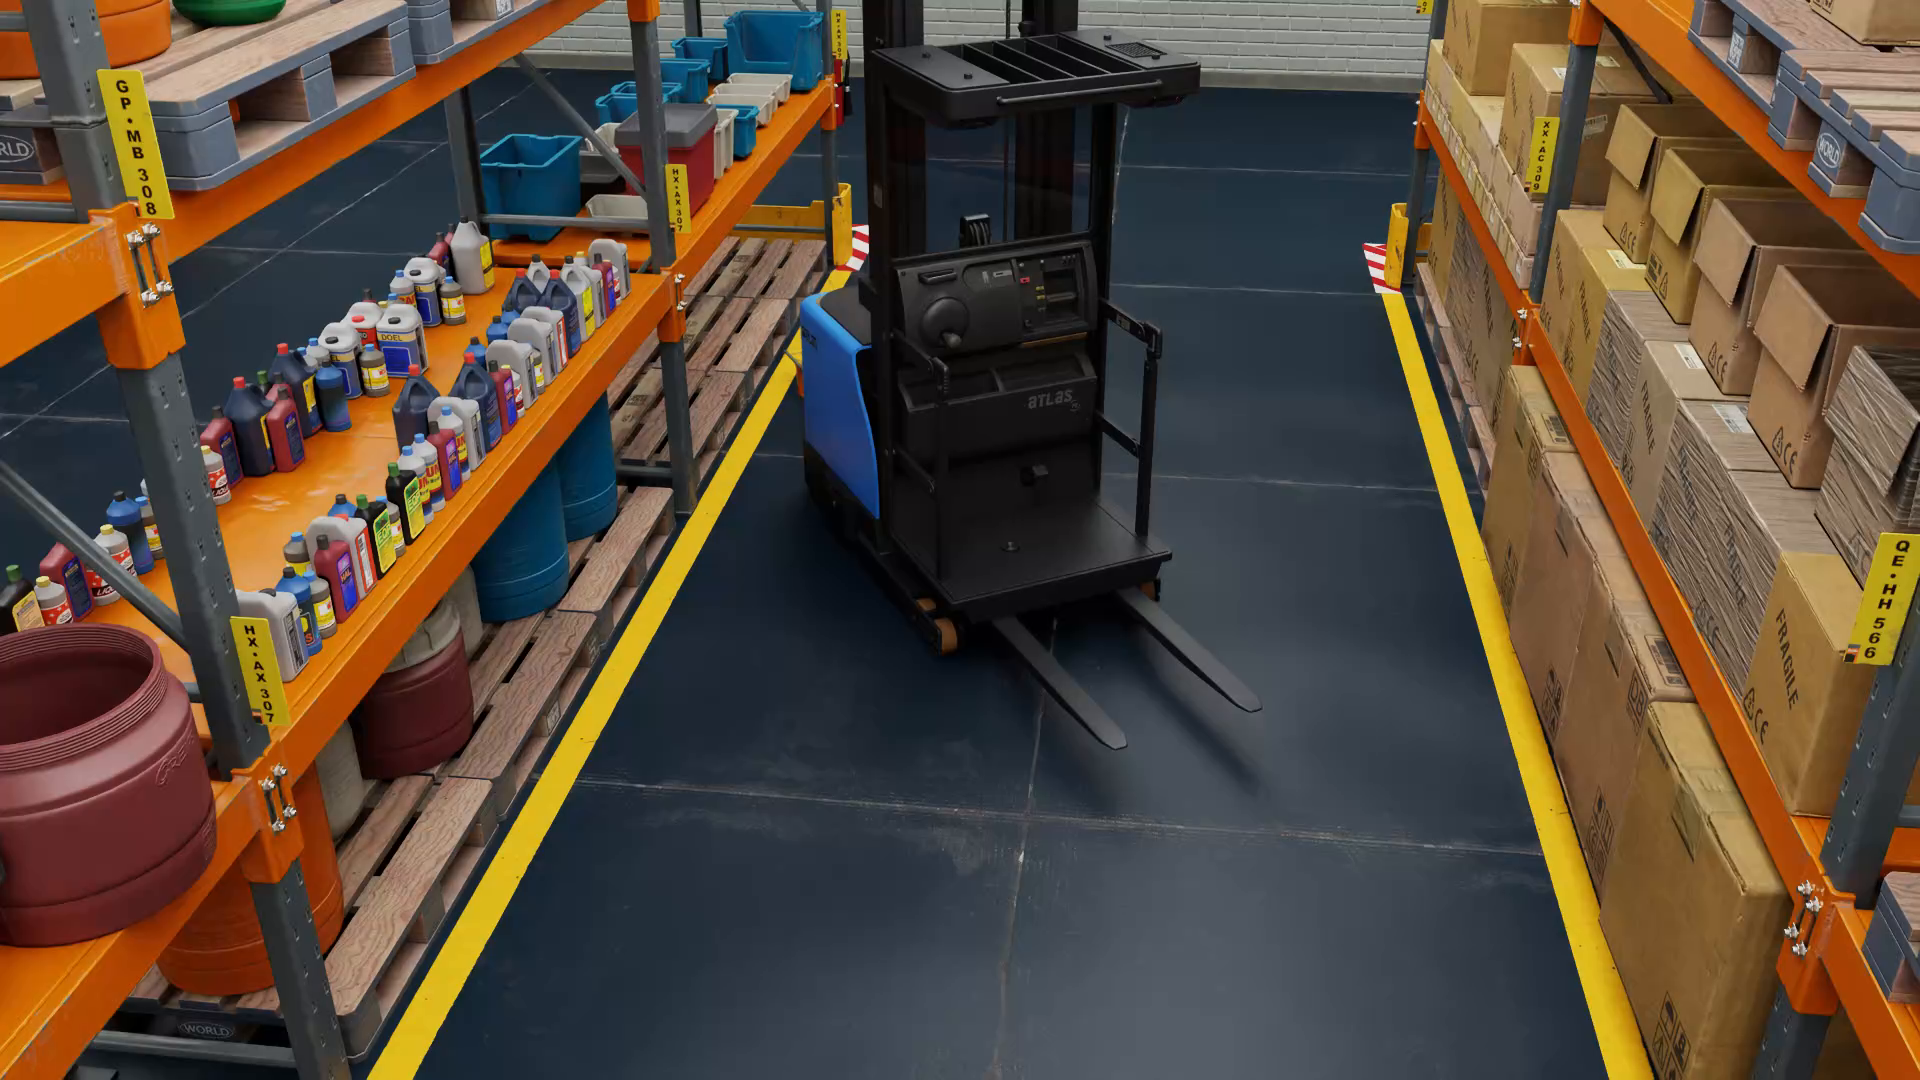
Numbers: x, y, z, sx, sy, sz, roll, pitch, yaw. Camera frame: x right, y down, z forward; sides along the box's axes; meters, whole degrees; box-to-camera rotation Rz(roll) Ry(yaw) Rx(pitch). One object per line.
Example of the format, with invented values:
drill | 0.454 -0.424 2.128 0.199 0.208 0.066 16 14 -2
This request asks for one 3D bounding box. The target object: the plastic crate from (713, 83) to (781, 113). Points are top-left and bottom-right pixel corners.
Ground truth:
plastic crate | -1.337 -2.762 10.429 0.396 0.136 0.243 3 28 6

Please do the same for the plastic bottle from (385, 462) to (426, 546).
plastic bottle | -1.827 -0.136 5.463 0.061 0.283 0.133 3 28 6

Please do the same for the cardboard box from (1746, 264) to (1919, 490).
cardboard box | 2.757 -0.464 4.785 0.797 0.503 0.637 4 29 7

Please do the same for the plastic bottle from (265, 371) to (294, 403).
plastic bottle | -2.482 -0.464 6.072 0.061 0.283 0.133 3 28 6

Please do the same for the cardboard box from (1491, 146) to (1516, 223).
cardboard box | 2.913 -1.743 8.167 0.500 0.250 0.500 4 29 8

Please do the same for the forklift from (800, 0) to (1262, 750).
forklift | 0.261 -1.018 7.050 1.130 2.935 3.031 -12 31 -21

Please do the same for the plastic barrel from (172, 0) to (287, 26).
plastic barrel | -1.989 -1.538 4.501 0.294 0.245 0.294 0 28 0

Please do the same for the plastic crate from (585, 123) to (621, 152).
plastic crate | -1.942 -2.246 9.472 0.293 0.136 0.466 3 28 6

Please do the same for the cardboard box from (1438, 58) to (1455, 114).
cardboard box | 3.165 -2.703 9.950 0.500 0.250 0.500 3 28 6

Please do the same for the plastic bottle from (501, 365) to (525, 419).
plastic bottle | -1.723 -0.569 6.353 0.097 0.201 0.097 0 28 0

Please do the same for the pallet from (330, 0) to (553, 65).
pallet | -1.992 -1.828 5.516 1.003 0.211 1.213 3 28 6

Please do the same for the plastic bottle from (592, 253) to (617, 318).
plastic bottle | -1.568 -1.132 7.311 0.061 0.283 0.133 3 28 6

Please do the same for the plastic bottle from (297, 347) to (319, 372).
plastic bottle | -2.487 -0.603 6.342 0.097 0.271 0.097 0 28 0

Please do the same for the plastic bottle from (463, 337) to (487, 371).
plastic bottle | -1.862 -0.654 6.438 0.097 0.271 0.097 0 28 0

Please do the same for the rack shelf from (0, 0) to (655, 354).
rack shelf | -2.102 -1.561 5.581 1.077 0.370 4.000 3 28 6

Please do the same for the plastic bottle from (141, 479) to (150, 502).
plastic bottle | -2.613 -0.120 5.445 0.097 0.271 0.097 0 28 0

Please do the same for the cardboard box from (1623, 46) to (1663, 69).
cardboard box | 3.439 -2.048 7.943 0.500 0.500 0.500 3 28 6

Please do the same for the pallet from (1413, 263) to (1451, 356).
pallet | 3.528 -1.485 10.784 1.003 0.211 1.213 3 28 6

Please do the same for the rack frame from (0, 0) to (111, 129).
rack frame | -2.347 -2.257 2.952 1.000 3.000 0.127 3 28 6

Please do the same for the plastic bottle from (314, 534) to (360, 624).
plastic bottle | -1.888 0.098 5.028 0.061 0.283 0.133 3 28 6

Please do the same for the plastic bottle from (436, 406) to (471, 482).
plastic bottle | -1.790 -0.341 5.856 0.097 0.271 0.097 0 28 0

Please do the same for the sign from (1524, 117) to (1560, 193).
sign | 2.508 -1.658 7.170 0.100 0.325 0.005 3 28 6

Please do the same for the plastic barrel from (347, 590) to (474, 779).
plastic barrel | -2.166 0.498 6.263 0.600 0.588 0.708 3 28 6

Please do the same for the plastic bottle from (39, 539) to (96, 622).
plastic bottle | -2.693 0.112 5.003 0.061 0.283 0.133 3 28 6

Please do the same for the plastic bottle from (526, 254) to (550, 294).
plastic bottle | -1.788 -1.034 7.058 0.144 0.351 0.185 3 28 6

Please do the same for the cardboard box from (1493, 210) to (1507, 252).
cardboard box | 2.834 -1.505 8.146 0.380 0.149 0.250 3 28 5

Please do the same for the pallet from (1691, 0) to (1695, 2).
pallet | 2.995 -2.013 5.863 0.805 0.209 1.217 2 28 4

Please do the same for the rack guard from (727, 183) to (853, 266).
rack guard | -1.377 -2.293 11.980 1.175 0.500 0.348 3 28 6

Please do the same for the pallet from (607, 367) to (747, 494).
pallet | -1.806 -0.620 9.177 1.003 0.211 1.213 3 28 6

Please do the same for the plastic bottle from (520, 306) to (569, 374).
plastic bottle | -1.691 -0.831 6.760 0.152 0.276 0.135 3 28 6

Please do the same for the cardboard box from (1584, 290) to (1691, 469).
cardboard box | 2.632 -0.581 6.060 0.500 0.500 0.500 3 28 5

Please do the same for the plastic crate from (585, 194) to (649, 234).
plastic crate | -1.658 -1.620 8.309 0.396 0.136 0.243 3 28 6

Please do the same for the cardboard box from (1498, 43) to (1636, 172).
cardboard box | 2.915 -2.074 7.990 0.500 0.500 0.500 4 29 7

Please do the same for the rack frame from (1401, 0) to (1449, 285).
rack frame | 3.549 -3.094 10.830 1.000 3.000 0.127 3 28 6

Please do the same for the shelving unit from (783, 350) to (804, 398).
shelving unit | -0.710 -0.832 9.587 0.258 0.189 1.200 -13 30 -20

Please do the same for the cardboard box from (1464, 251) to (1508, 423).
cardboard box | 3.329 -1.190 9.094 0.875 0.875 0.875 3 28 6

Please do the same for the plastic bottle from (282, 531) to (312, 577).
plastic bottle | -2.043 0.070 5.166 0.097 0.201 0.097 0 28 0

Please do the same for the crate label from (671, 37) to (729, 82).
crate label | -1.724 -3.237 11.210 0.416 0.233 0.303 3 28 6

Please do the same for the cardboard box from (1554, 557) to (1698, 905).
cardboard box | 2.790 0.680 5.623 1.225 0.875 0.875 3 29 6

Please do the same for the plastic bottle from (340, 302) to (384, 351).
plastic bottle | -2.405 -0.813 6.727 0.152 0.276 0.135 3 28 6

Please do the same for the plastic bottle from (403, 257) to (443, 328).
plastic bottle | -2.337 -1.076 7.216 0.152 0.276 0.135 3 28 6

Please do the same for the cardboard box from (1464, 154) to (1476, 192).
cardboard box | 2.960 -1.988 9.042 0.380 0.149 0.250 4 29 7

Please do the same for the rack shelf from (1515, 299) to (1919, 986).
rack shelf | 2.813 0.047 5.758 1.077 0.370 4.000 3 28 6

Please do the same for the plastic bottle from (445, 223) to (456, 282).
plastic bottle | -2.325 -1.300 7.623 0.061 0.283 0.133 3 28 6

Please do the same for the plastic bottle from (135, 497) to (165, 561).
plastic bottle | -2.625 -0.043 5.377 0.097 0.201 0.097 0 28 0

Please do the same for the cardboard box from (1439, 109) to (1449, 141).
cardboard box | 3.086 -2.471 9.939 0.380 0.149 0.250 3 28 5

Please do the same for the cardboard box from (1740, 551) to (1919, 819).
cardboard box | 2.383 0.381 4.274 0.500 0.500 0.500 4 29 8

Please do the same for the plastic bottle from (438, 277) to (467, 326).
plastic bottle | -2.211 -1.045 7.236 0.097 0.201 0.097 0 28 0

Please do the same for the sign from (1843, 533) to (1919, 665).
sign | 2.017 0.131 3.623 0.100 0.325 0.005 3 28 6
